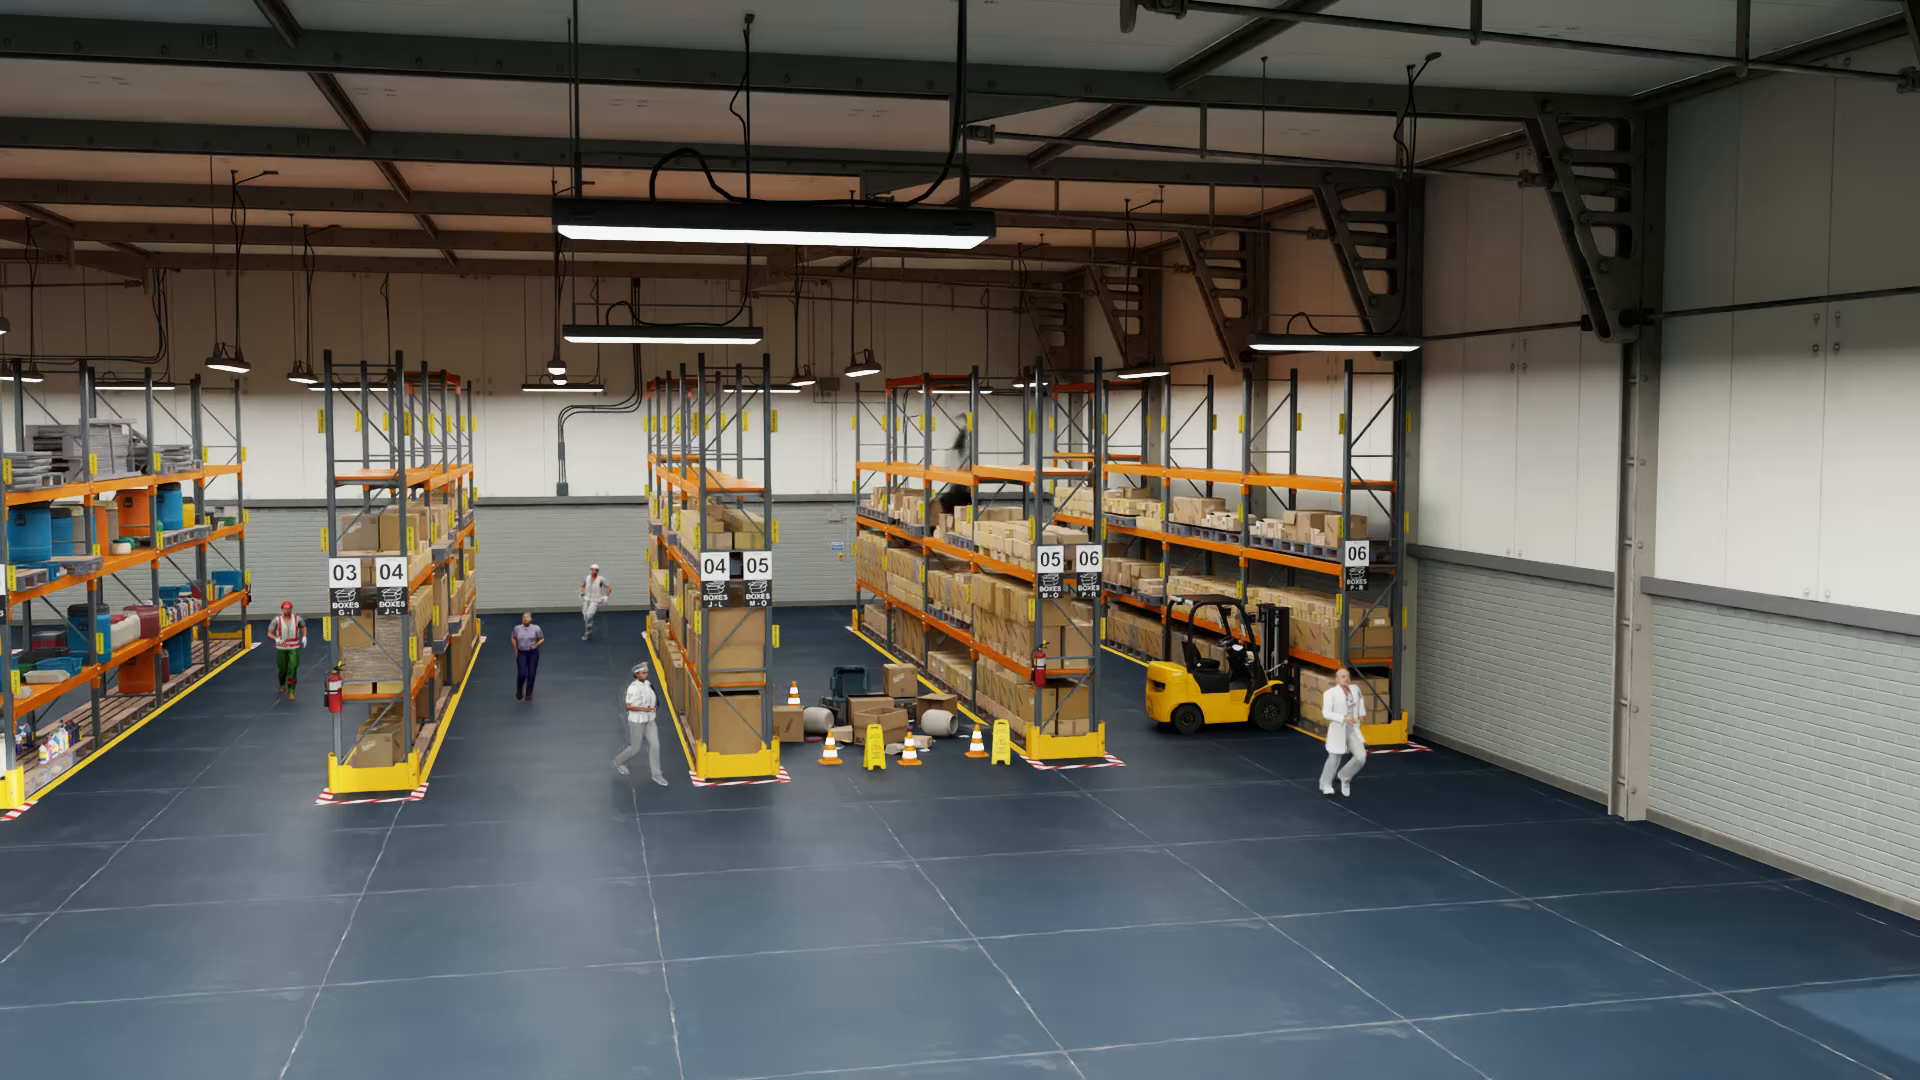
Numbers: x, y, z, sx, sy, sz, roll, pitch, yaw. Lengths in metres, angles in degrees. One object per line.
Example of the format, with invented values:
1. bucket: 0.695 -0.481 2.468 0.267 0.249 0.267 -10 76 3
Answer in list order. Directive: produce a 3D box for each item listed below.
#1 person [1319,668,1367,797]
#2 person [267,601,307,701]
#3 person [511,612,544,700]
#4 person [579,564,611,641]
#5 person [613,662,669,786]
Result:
1. person: 5.139 2.610 22.185 0.732 1.655 0.897 -1 4 -14
2. person: -12.268 1.996 30.358 0.684 1.795 0.865 -2 4 -26
3. person: -7.801 2.104 30.025 0.587 1.613 0.583 -1 4 -15
4. person: -8.515 1.447 38.586 0.717 1.788 0.681 1 4 15
5. person: -4.453 2.541 23.180 0.924 1.711 0.578 3 5 33
